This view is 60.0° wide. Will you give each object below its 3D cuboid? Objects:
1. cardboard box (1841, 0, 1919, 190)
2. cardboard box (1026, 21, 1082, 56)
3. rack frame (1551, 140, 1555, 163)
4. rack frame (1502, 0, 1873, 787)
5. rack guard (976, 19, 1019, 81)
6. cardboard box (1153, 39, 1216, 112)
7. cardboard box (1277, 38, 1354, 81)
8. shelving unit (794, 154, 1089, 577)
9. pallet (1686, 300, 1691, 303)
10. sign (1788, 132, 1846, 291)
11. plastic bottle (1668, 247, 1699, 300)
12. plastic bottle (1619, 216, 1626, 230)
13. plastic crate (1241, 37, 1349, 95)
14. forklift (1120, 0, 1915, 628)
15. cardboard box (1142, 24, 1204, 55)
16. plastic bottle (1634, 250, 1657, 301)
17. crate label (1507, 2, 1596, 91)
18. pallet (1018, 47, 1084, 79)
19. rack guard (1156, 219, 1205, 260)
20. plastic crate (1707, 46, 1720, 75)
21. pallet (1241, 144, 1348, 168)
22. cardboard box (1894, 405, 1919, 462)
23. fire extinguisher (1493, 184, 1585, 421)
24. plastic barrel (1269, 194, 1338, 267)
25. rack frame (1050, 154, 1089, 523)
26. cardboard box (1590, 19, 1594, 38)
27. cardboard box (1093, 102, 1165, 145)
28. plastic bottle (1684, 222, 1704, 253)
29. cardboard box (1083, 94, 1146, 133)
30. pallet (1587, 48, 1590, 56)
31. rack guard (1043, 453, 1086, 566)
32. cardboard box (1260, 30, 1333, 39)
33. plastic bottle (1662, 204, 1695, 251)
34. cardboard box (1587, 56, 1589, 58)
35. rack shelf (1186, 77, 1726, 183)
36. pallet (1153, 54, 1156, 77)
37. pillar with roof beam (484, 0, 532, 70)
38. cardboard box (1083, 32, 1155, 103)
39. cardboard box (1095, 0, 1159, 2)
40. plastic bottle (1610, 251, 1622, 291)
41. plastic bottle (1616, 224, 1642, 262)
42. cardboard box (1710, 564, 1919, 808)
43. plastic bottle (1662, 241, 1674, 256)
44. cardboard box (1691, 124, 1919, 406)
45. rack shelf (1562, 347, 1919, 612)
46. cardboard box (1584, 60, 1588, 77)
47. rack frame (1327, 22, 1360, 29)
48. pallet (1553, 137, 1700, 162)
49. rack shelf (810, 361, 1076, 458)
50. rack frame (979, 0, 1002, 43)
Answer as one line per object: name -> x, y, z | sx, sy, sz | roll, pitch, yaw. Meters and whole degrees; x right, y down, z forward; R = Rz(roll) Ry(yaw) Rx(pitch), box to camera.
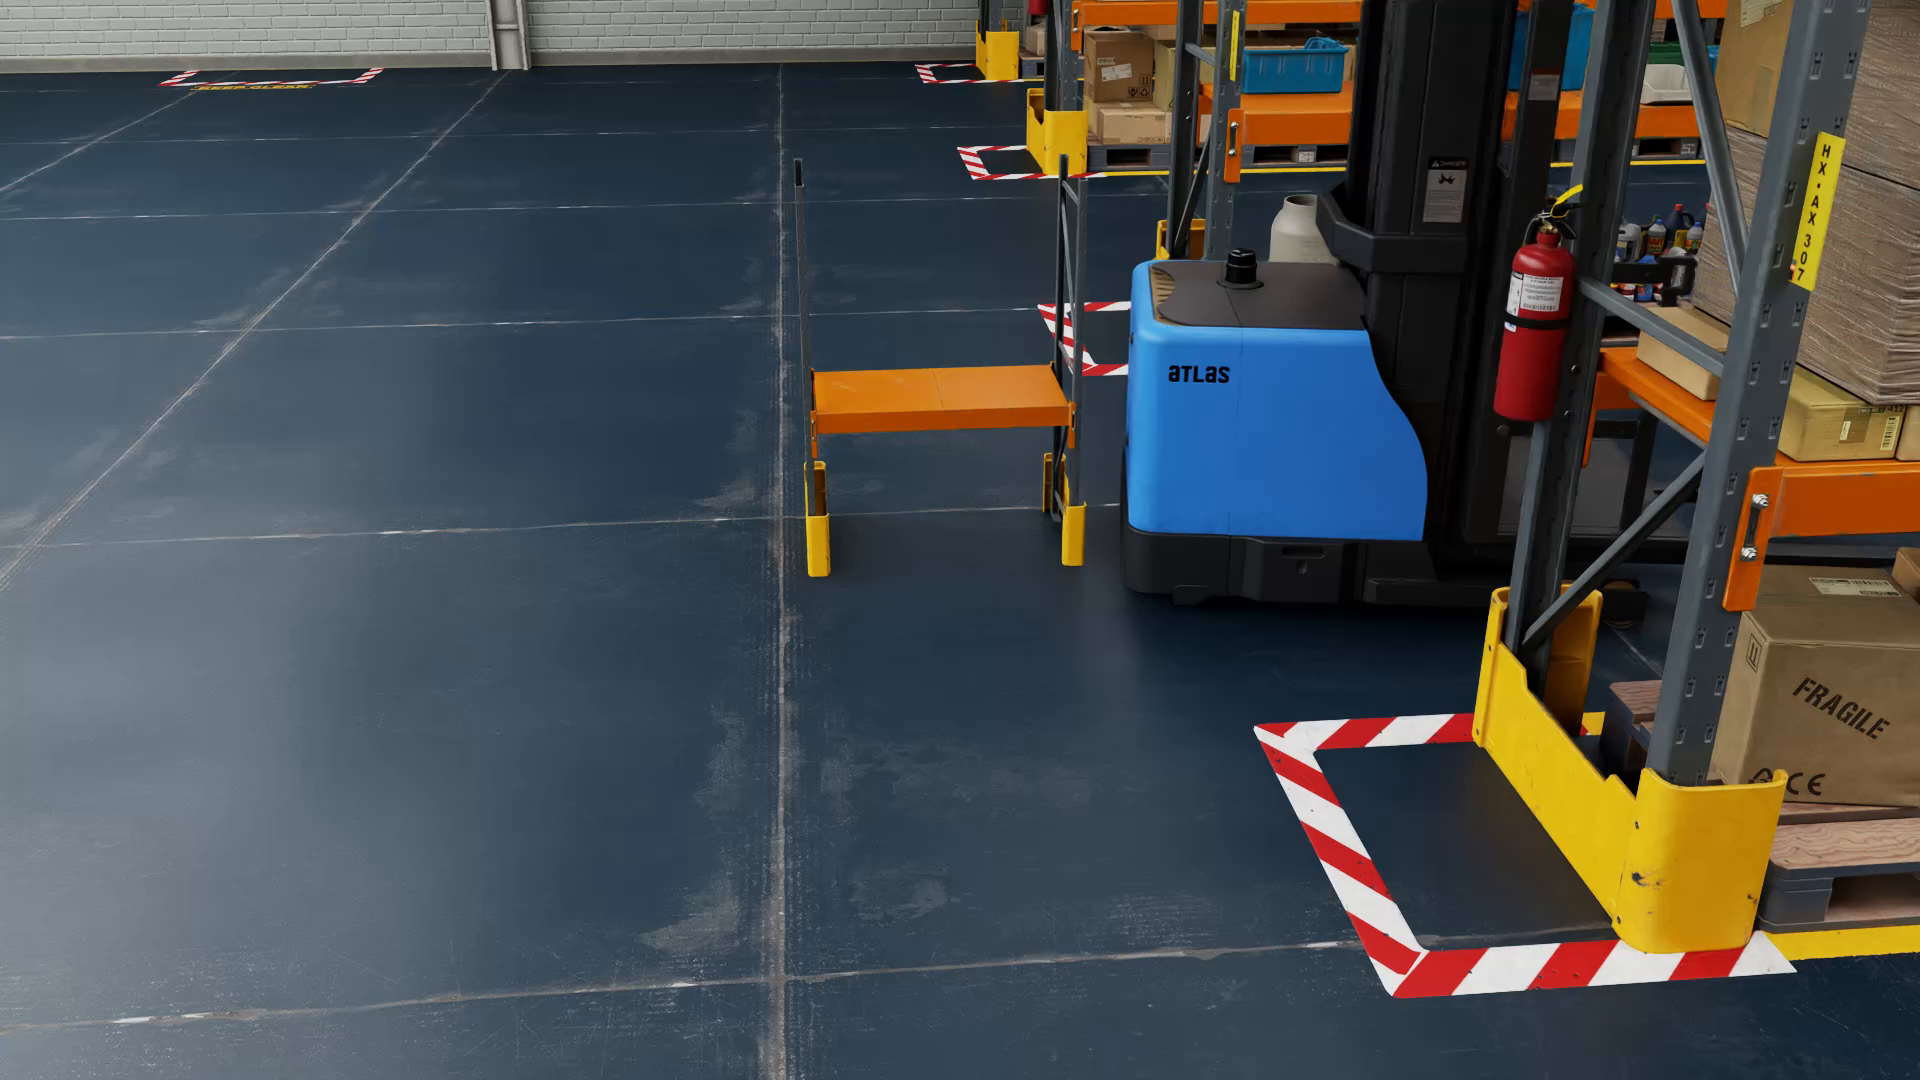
cardboard box -> 2.363, -1.082, 3.770 | 0.500, 0.500, 0.500 | -2, 24, -5
cardboard box -> 1.026, -5.501, 18.203 | 0.500, 0.311, 0.500 | -5, 24, -11
rack frame -> 4.800, -4.695, 13.620 | 0.127, 3.000, 1.000 | -2, 24, -5
rack frame -> 1.789, -0.531, 4.252 | 0.127, 3.000, 1.000 | -2, 24, -5
rack guard -> 0.404, -5.398, 18.280 | 0.348, 0.500, 1.175 | -2, 24, -5
cardboard box -> 1.872, -3.766, 13.474 | 0.500, 0.500, 0.500 | -2, 24, -5
cardboard box -> 2.868, -3.804, 13.560 | 0.500, 0.500, 0.500 | -2, 24, -5
shelving unit -> -0.076, -0.682, 6.439 | 1.083, 1.500, 0.587 | -2, 24, -5
pallet -> 4.611, -1.409, 9.659 | 1.213, 0.211, 1.003 | -2, 24, -5
sign -> 1.843, -0.708, 3.583 | 0.005, 0.325, 0.100 | -2, 24, -5
plastic bottle -> 3.996, -1.482, 9.202 | 0.135, 0.276, 0.152 | -2, 24, -4
plastic bottle -> 3.828, -1.794, 9.814 | 0.185, 0.351, 0.144 | -2, 24, -6
plastic crate -> 1.771, -2.606, 9.104 | 0.616, 0.251, 0.499 | -2, 24, -5
forklift -> 2.151, -1.244, 5.941 | 3.031, 2.935, 1.130 | 2, 24, 4
cardboard box -> 2.328, -5.619, 18.236 | 0.500, 0.500, 0.700 | -4, 24, -8
plastic bottle -> 3.780, -1.460, 9.158 | 0.097, 0.271, 0.097 | 0, 24, 0
crate label -> 3.108, -2.732, 9.160 | 0.616, 0.435, 0.502 | -2, 24, -5
pallet -> 1.216, -5.285, 18.379 | 1.213, 0.211, 1.003 | -2, 24, -5
rack guard -> 1.374, -1.413, 9.314 | 0.348, 0.500, 1.175 | -2, 24, -5
plastic crate -> 4.208, -2.471, 8.799 | 0.616, 0.251, 0.499 | -2, 24, -5
pallet -> 2.788, -3.356, 14.041 | 1.213, 0.211, 1.003 | -2, 24, -5
cardboard box -> 2.347, -0.334, 4.117 | 0.250, 0.149, 0.380 | -2, 24, -5
fire extinguisher -> 1.630, -0.678, 4.677 | 0.183, 0.674, 0.296 | -2, 24, -5
plastic barrel -> 1.950, -1.645, 9.305 | 0.421, 0.512, 0.421 | 0, 24, 0
rack frame -> 0.421, -0.702, 6.483 | 0.032, 1.500, 0.500 | -2, 24, -5
cardboard box -> 7.055, -5.892, 18.850 | 0.500, 0.500, 0.700 | -2, 24, -5
cardboard box -> 1.375, -3.402, 13.580 | 0.500, 0.250, 0.500 | -2, 24, -5
plastic bottle -> 4.307, -1.728, 9.762 | 0.097, 0.271, 0.097 | 0, 24, 0
cardboard box -> 1.324, -3.612, 14.051 | 0.500, 0.250, 0.500 | -2, 24, -5
pallet -> 7.512, -5.552, 18.982 | 1.213, 0.211, 1.003 | -2, 24, -5
rack guard -> 0.420, -0.131, 6.737 | 0.087, 0.250, 0.587 | -2, 24, -5
cardboard box -> 2.815, -4.021, 14.048 | 0.500, 0.500, 0.500 | -2, 24, -5
plastic bottle -> 4.251, -1.811, 9.852 | 0.185, 0.351, 0.144 | -3, 24, -7
cardboard box -> 5.692, -4.042, 14.329 | 0.500, 0.311, 0.500 | -2, 24, -4
rack shelf -> 3.293, -2.284, 9.082 | 4.000, 0.370, 1.077 | -2, 24, -5
pallet -> 2.428, -5.332, 18.486 | 1.213, 0.211, 1.003 | -2, 24, -5
pillar with roof beam -> -4.607, -7.677, 12.943 | 0.400, 9.000, 9.100 | -2, 24, -5
cardboard box -> 1.324, -3.955, 13.901 | 0.500, 0.500, 0.500 | -2, 24, -5
cardboard box -> 1.285, -4.595, 13.271 | 0.500, 0.500, 0.700 | -2, 24, -5
plastic bottle -> 3.578, -1.452, 9.140 | 0.097, 0.271, 0.097 | 0, 24, 0
plastic bottle -> 3.868, -1.701, 9.697 | 0.135, 0.276, 0.152 | -2, 24, -5
cardboard box -> 2.412, 0.401, 4.715 | 0.500, 0.500, 0.500 | 2, 24, 5
plastic bottle -> 3.985, -1.528, 9.297 | 0.133, 0.283, 0.061 | -2, 24, -5
cardboard box -> 2.339, -0.724, 4.196 | 0.500, 0.500, 0.875 | -2, 24, -5
rack shelf -> 3.780, -0.282, 4.578 | 4.000, 0.370, 1.077 | -2, 24, -5
cardboard box -> 5.236, -3.803, 13.790 | 0.500, 0.311, 0.500 | -2, 24, -5
rack frame -> 4.309, -6.697, 18.125 | 0.127, 3.000, 1.000 | -2, 24, -5
pallet -> 5.529, -3.466, 14.288 | 1.213, 0.211, 1.003 | -2, 24, -5
rack shelf -> -0.085, -0.518, 6.511 | 1.000, 0.185, 0.538 | -2, 24, -5
rack frame -> 0.329, -6.538, 17.765 | 0.127, 3.000, 1.000 | -2, 24, -5
